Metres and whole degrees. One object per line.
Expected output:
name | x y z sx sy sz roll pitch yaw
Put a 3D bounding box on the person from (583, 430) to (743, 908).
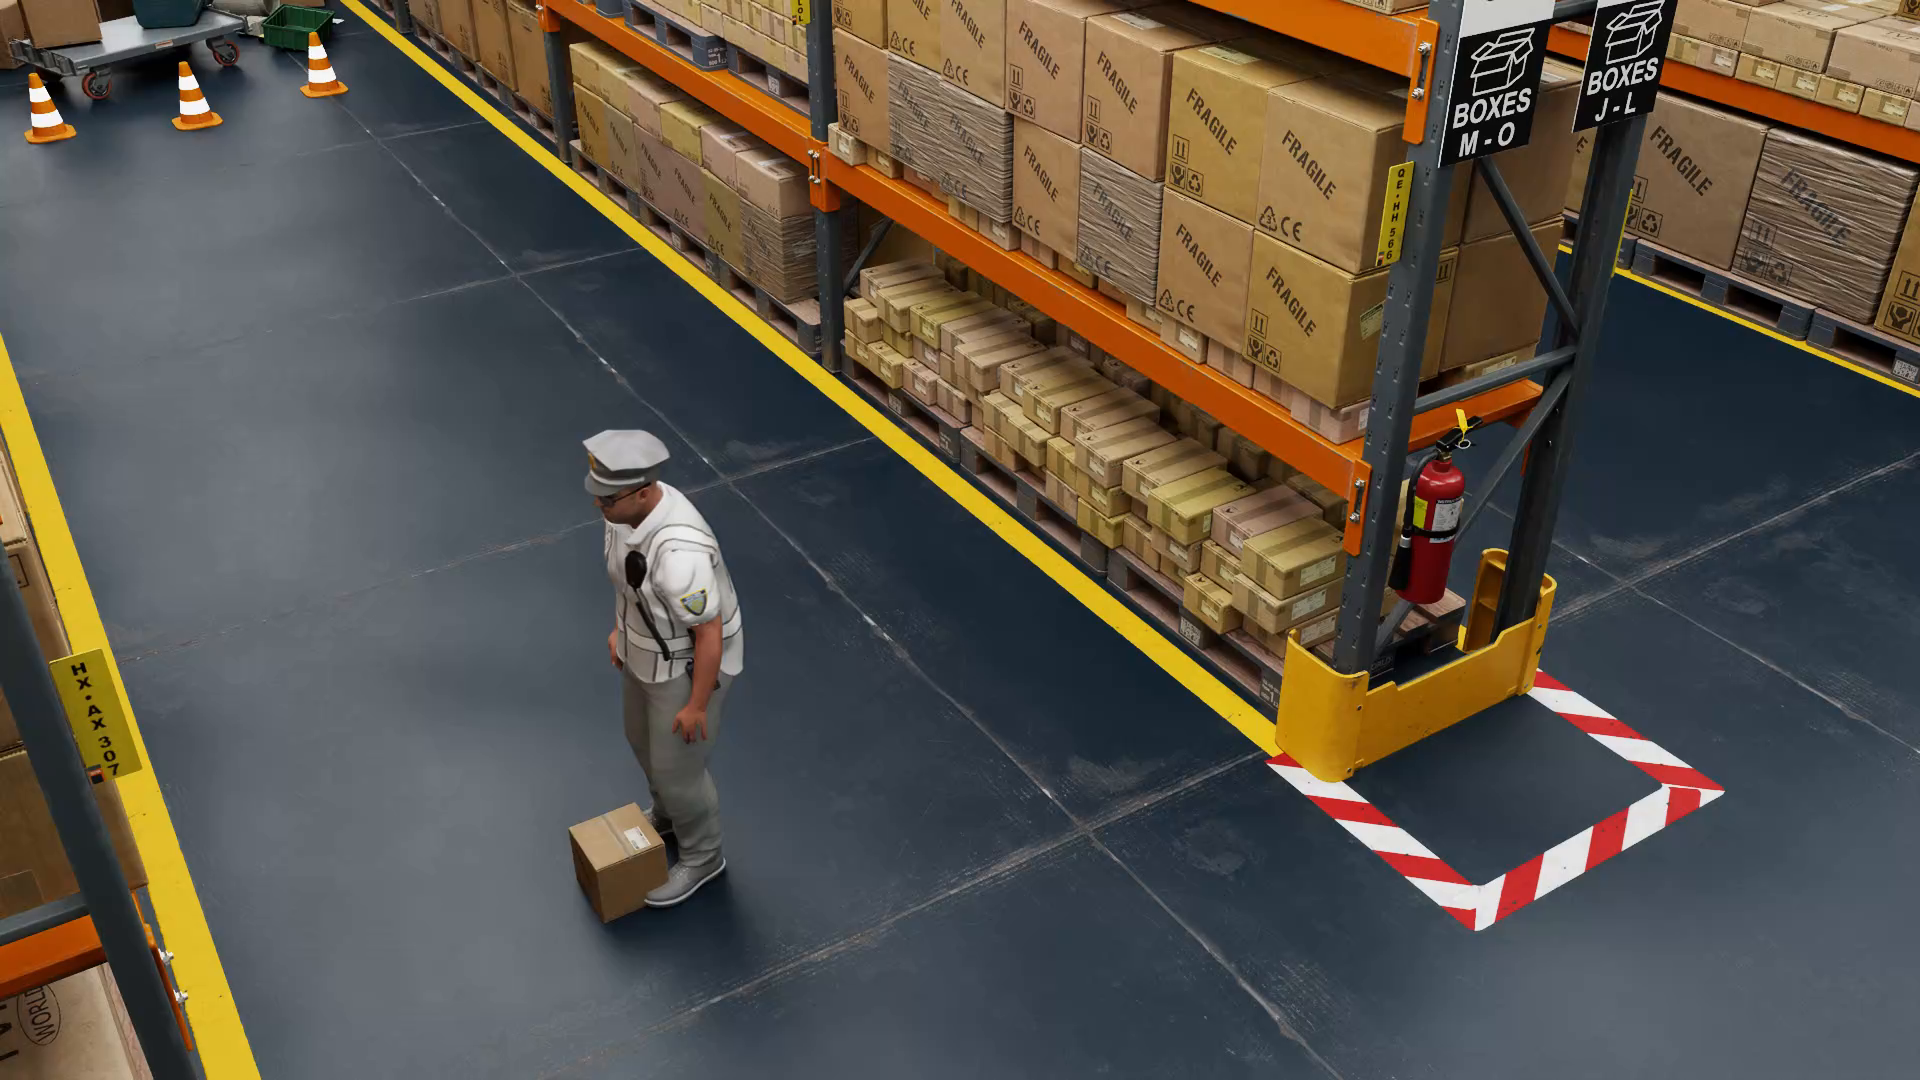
person | -0.967 0.410 5.486 0.468 1.746 0.596 -20 38 -29
